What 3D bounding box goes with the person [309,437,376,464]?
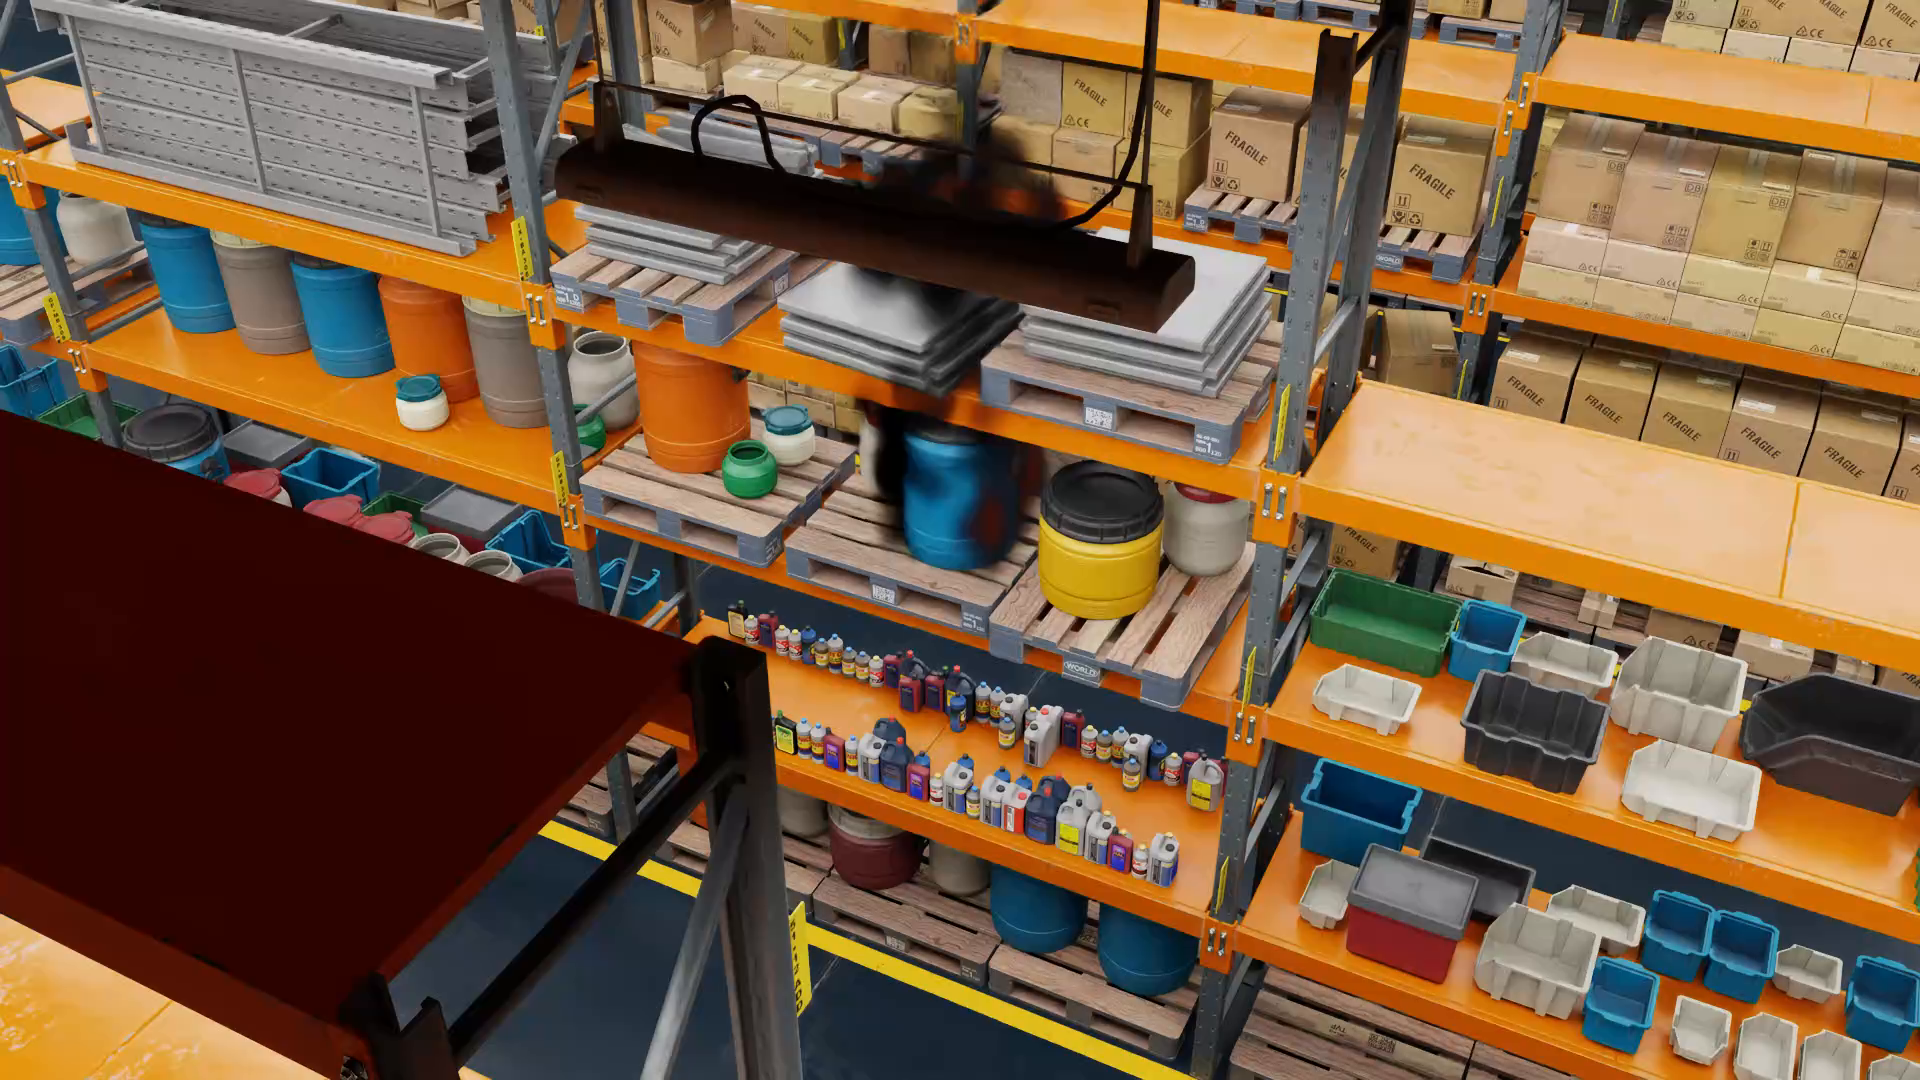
[{"bbox_3d":[-5.296,-1.018,13.814,0.619,1.731,0.679,5,35,8],"label":"person"}]
